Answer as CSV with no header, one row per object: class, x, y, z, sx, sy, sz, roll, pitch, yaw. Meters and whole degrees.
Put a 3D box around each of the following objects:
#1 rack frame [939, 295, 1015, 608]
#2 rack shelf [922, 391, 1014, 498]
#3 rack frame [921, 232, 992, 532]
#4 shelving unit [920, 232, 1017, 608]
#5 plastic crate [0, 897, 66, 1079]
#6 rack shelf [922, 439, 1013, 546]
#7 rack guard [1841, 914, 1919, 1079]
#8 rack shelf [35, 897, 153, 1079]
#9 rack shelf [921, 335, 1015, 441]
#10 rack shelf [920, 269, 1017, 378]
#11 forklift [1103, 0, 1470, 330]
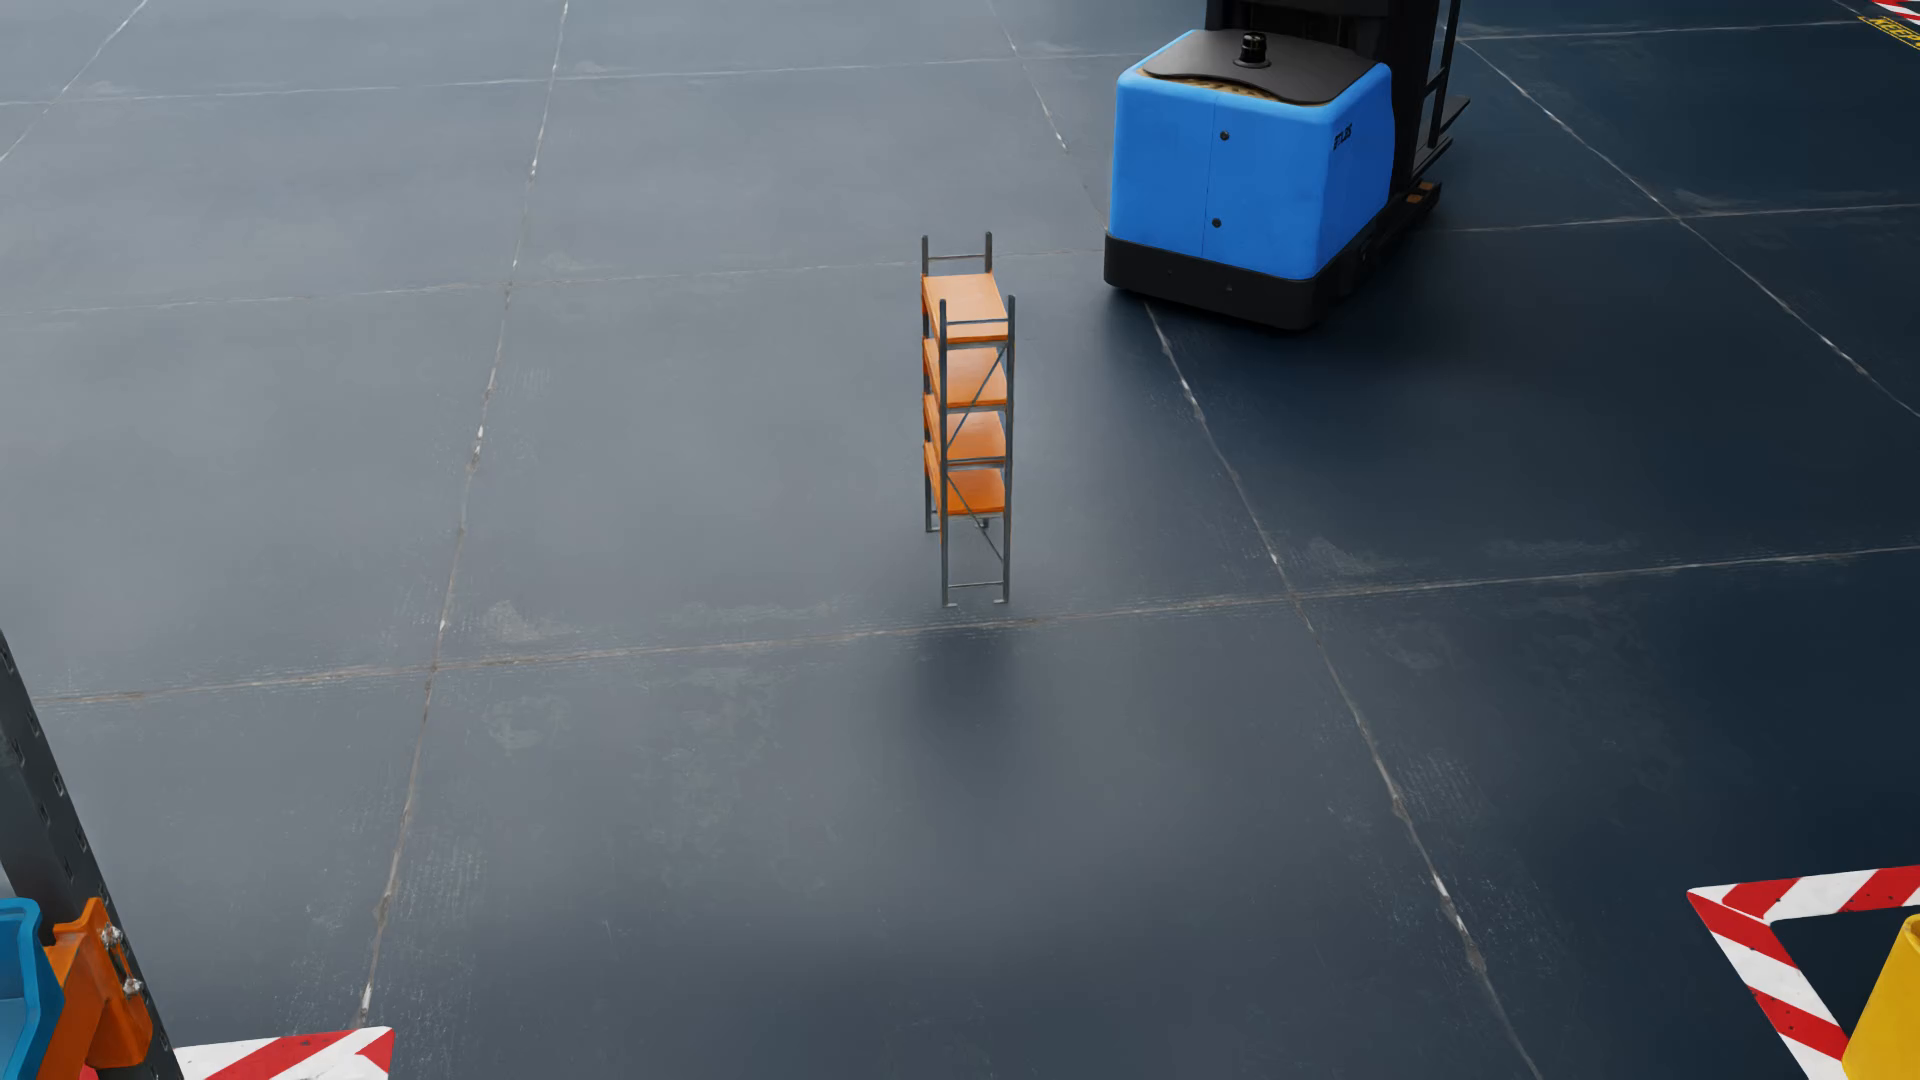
rack frame,0.055,-0.267,5.577,0.240,1.200,0.015,-4,35,-6
rack shelf,0.022,-0.348,5.814,0.258,0.148,0.480,-4,35,-6
rack frame,-0.011,-0.540,5.976,0.240,1.200,0.015,-4,35,-6
shelving unit,0.022,-0.403,5.777,0.258,1.200,0.503,-4,35,-6
plastic crate,-1.685,0.842,2.482,0.499,0.251,0.616,-4,35,-6
rack shelf,0.022,-0.184,5.926,0.258,0.148,0.480,-4,35,-6
rack guard,2.857,1.171,4.088,1.175,0.500,0.348,-4,35,-6
rack shelf,-1.780,1.938,1.382,1.077,0.370,4.000,-4,35,-6
rack shelf,0.022,-0.533,5.688,0.258,0.148,0.480,-4,35,-6
rack shelf,0.022,-0.728,5.555,0.258,0.148,0.480,-4,35,-6
forklift,1.879,-2.961,7.992,1.130,2.935,3.031,19,39,25
